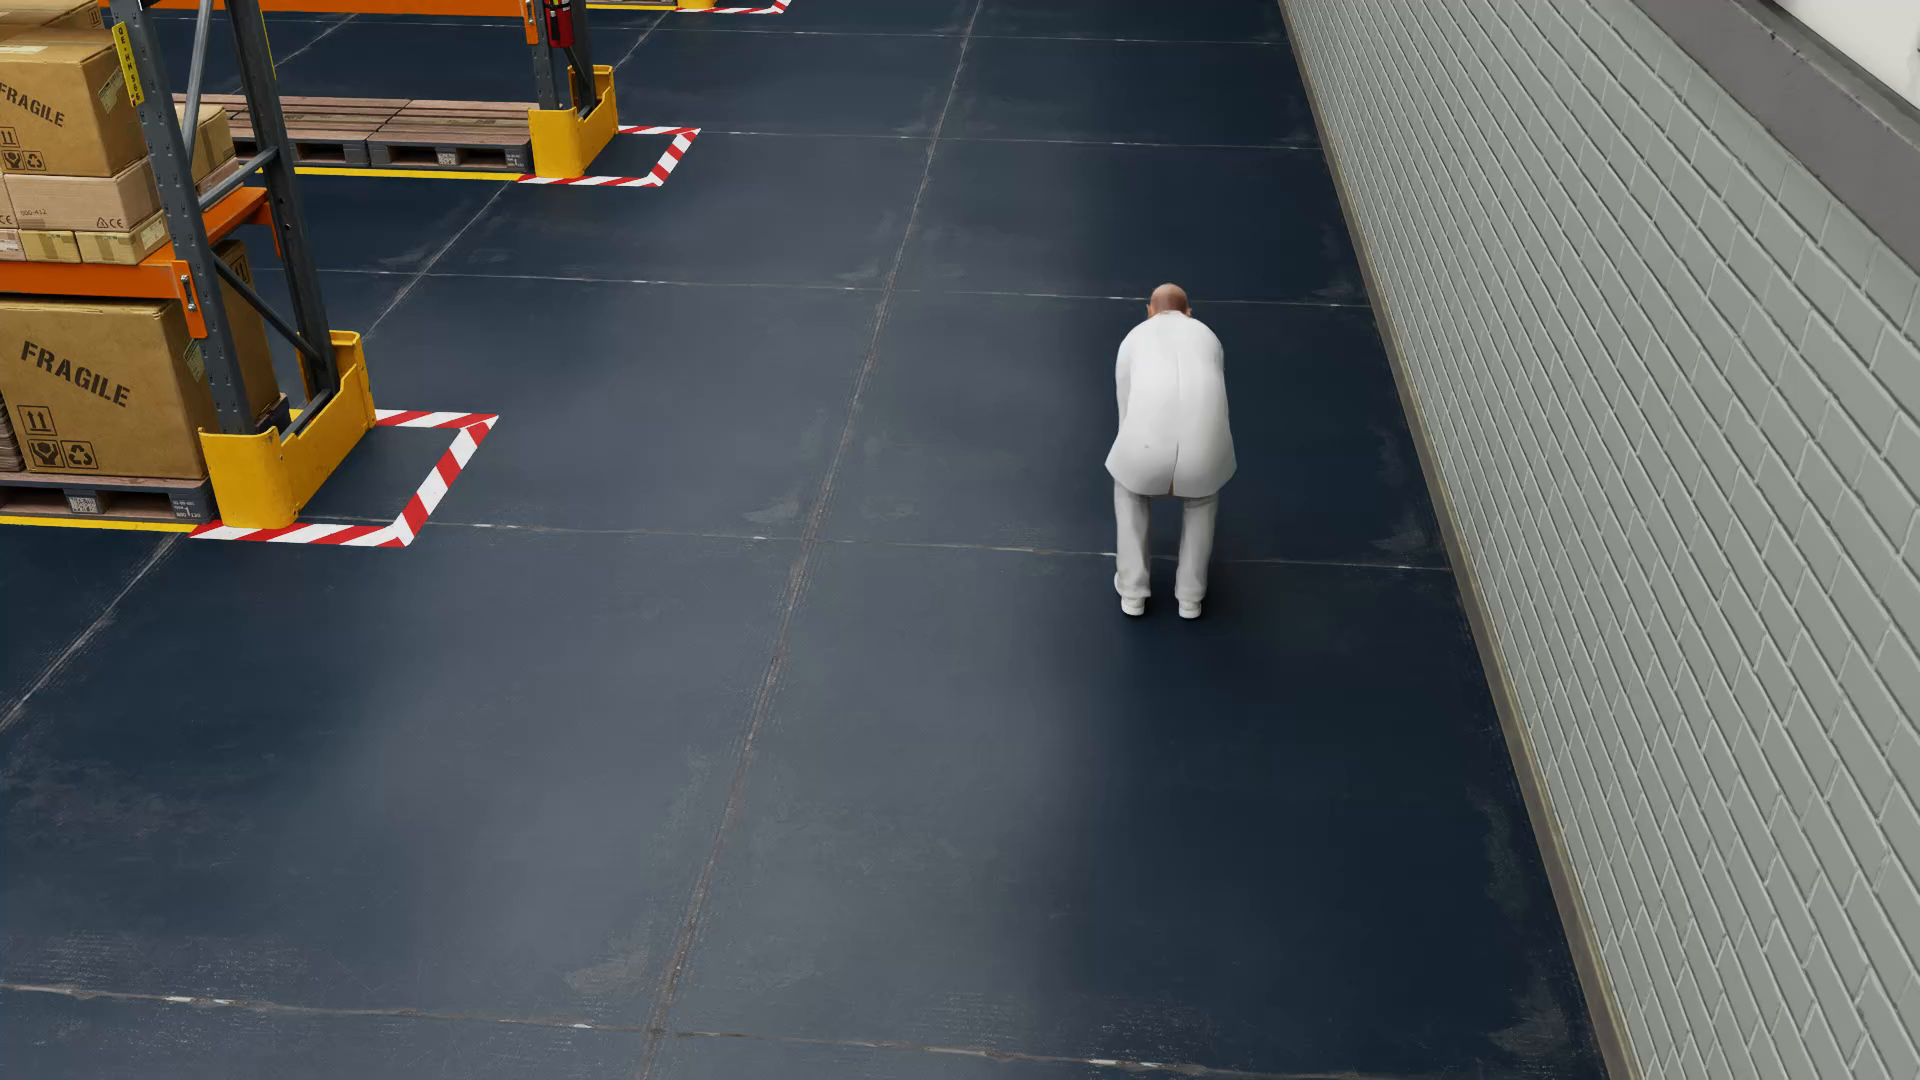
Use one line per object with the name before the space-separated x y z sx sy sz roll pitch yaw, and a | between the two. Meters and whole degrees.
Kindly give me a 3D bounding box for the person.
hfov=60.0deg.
person | 0.910 -0.375 7.297 0.560 1.219 0.929 2 32 3
